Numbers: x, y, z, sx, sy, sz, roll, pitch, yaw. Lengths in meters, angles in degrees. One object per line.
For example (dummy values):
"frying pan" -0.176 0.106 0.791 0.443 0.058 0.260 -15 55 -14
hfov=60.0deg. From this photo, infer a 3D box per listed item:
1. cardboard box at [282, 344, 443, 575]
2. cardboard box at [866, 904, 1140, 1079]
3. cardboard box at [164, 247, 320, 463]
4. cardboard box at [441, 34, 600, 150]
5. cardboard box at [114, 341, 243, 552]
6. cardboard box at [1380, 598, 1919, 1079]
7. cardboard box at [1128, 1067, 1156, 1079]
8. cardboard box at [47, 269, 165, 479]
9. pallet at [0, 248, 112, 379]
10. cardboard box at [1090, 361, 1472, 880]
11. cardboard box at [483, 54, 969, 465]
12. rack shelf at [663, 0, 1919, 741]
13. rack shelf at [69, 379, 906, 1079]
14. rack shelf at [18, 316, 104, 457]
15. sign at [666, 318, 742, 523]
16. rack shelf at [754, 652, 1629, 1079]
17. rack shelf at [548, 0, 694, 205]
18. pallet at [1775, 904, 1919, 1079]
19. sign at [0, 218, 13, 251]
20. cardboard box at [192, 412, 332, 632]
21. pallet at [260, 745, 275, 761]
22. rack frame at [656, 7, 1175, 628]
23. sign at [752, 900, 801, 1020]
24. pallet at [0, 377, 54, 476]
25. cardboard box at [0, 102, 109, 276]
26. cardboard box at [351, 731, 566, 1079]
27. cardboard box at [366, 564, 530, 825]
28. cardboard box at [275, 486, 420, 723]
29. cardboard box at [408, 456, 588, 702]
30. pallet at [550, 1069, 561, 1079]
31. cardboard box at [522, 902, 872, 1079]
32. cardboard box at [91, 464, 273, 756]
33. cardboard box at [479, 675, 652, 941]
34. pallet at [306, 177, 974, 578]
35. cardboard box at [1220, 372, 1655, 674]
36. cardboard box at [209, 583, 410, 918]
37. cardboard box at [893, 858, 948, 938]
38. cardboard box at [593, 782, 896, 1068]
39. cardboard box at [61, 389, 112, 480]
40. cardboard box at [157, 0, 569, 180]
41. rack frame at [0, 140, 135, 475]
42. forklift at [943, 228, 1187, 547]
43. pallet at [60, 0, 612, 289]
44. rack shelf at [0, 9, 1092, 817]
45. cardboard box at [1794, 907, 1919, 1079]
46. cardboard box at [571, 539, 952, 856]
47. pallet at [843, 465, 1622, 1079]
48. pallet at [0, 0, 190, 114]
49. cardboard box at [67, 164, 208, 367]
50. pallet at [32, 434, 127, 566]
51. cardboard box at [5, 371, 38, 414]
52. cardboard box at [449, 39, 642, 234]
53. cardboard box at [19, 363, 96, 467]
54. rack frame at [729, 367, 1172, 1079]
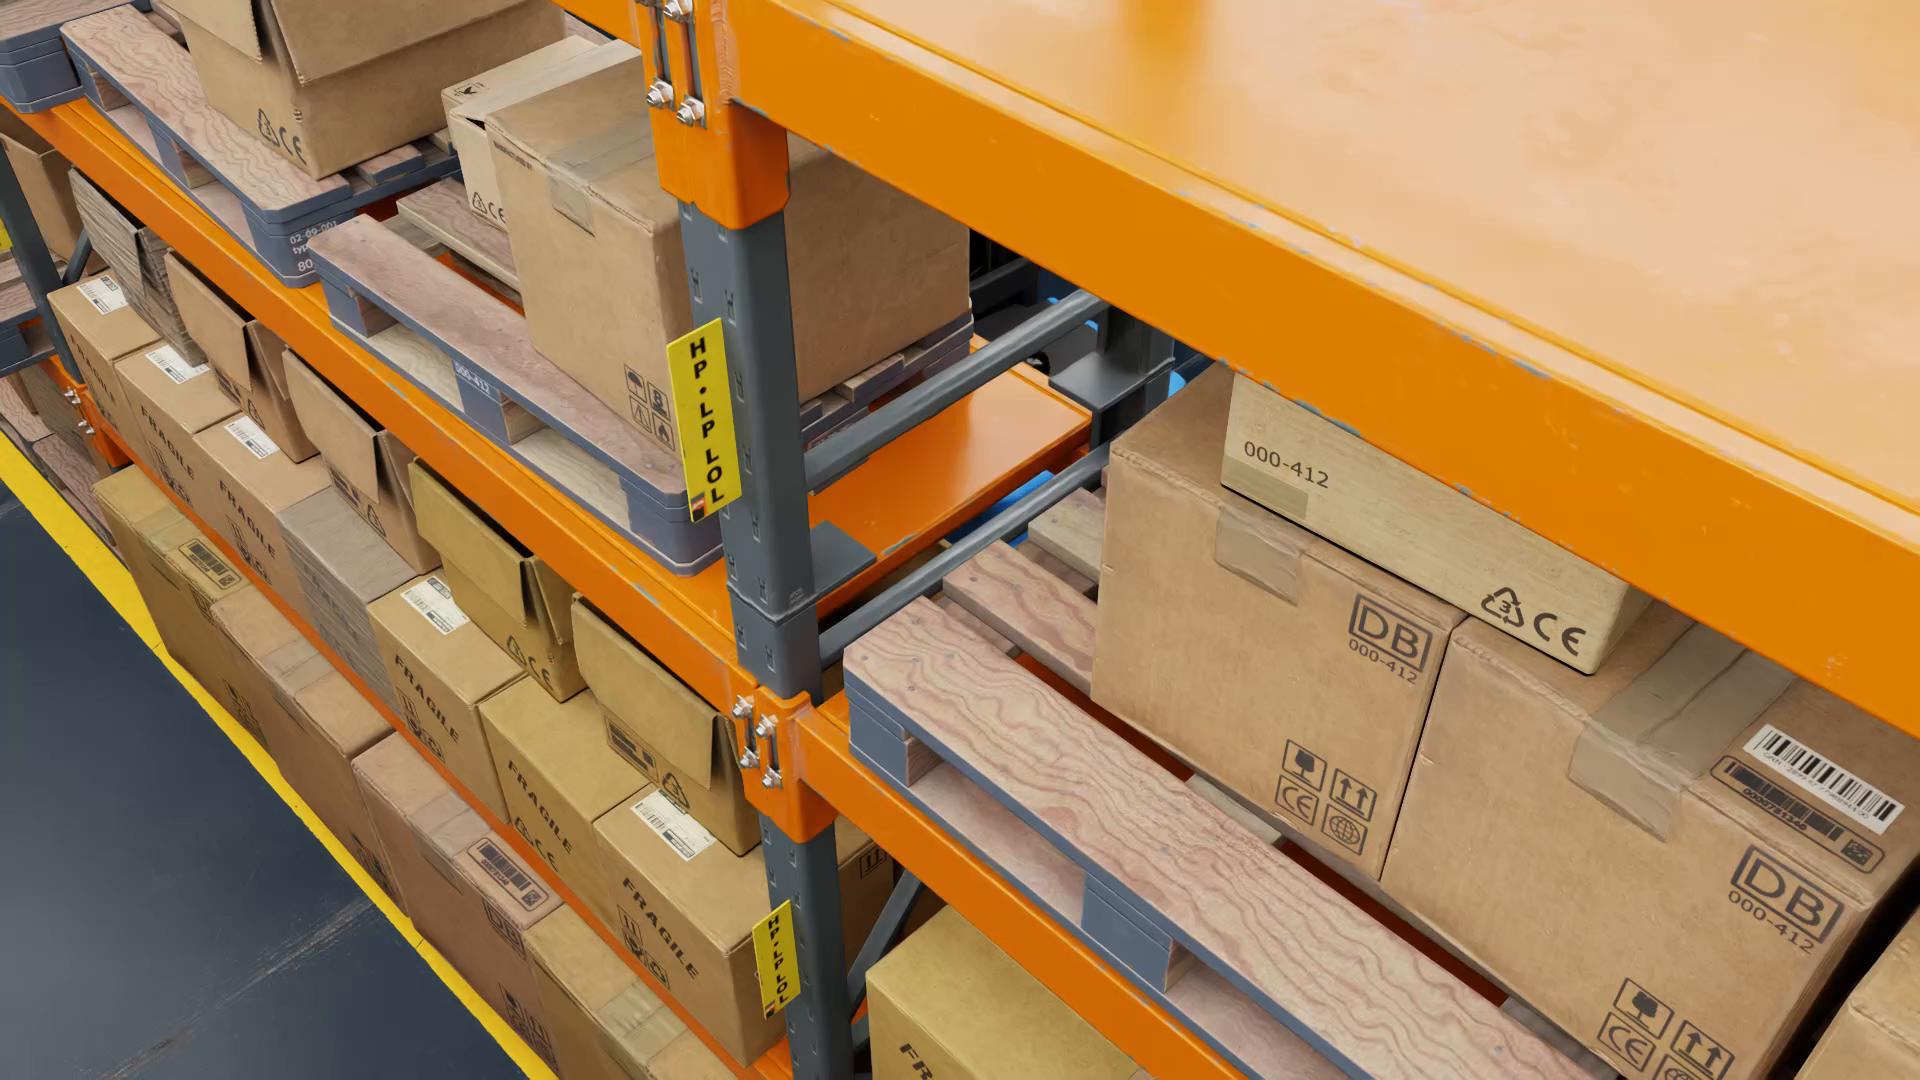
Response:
"cardboard box" -1.370 -0.360 4.617 0.797 0.503 0.637 -32 52 -30
"cardboard box" 0.171 0.997 3.299 0.500 0.500 0.500 -34 53 -31
"cardboard box" -1.848 -0.680 4.962 0.797 0.503 0.637 -33 52 -30
"cardboard box" -0.932 -0.977 3.762 0.250 0.149 0.380 32 52 30
"cardboard box" -2.295 -0.374 5.371 0.500 0.500 0.500 33 52 30
"cardboard box" 0.986 0.253 2.099 0.700 0.500 0.500 -31 51 -29
"cardboard box" 0.513 1.238 3.039 0.500 0.500 0.500 -34 53 -31
"cardboard box" -2.661 -0.621 5.638 0.500 0.500 0.500 -33 52 -30
"pallet" -3.390 -1.169 6.446 1.213 0.211 1.003 -34 53 -31
"cardboard box" 0.609 -0.008 2.381 0.500 0.500 0.700 31 51 29
"cardboard box" -0.403 -0.592 3.088 0.700 0.500 0.500 -33 52 -30
"rack shelf" 1.426 0.143 1.290 1.077 0.370 4.000 -34 53 -31
"rack shelf" -1.399 0.277 5.270 1.077 0.370 4.000 -34 53 -31
"rack shelf" -4.224 -1.645 7.350 1.077 0.370 4.000 -34 53 -31
"sign" -0.364 -0.168 2.399 0.100 0.325 0.005 -34 53 -31
"rack shelf" 1.426 1.098 2.172 1.077 0.370 4.000 -34 53 -31
"rack shelf" -1.399 -1.779 3.370 1.077 0.370 4.000 -34 53 -31
"pallet" 1.441 0.889 1.933 1.003 0.211 1.213 -34 53 -31
"sign" -3.189 -1.079 5.413 0.100 0.325 0.005 -34 53 -31
"cardboard box" -1.930 -0.129 5.106 0.500 0.500 0.500 33 52 31
"pallet" -2.308 0.491 6.563 1.003 0.211 1.213 -34 53 -31
"rack frame" 0.014 -1.229 1.950 1.000 3.000 0.127 -34 53 -31
"sign" -0.364 0.843 3.333 0.100 0.325 0.005 -34 53 -31
"pallet" -4.219 -0.886 8.053 1.003 0.211 1.213 -34 53 -31
"cardboard box" -3.221 -1.379 6.149 0.500 0.500 0.500 28 50 27
"cardboard box" -1.084 0.873 5.351 0.875 0.875 1.225 32 52 30
"cardboard box" -1.228 0.355 4.582 0.500 0.500 0.500 34 52 31
"cardboard box" -1.579 0.112 4.845 0.500 0.500 0.500 -34 52 -31
"cardboard box" -0.920 -0.069 4.302 0.797 0.503 0.637 -33 52 -31
"pallet" -0.585 1.664 5.294 1.003 0.211 1.213 -34 53 -31
"cardboard box" -0.452 1.302 4.887 1.225 0.875 0.875 -34 52 -31
"cardboard box" -2.339 0.020 6.275 0.875 0.875 1.225 32 51 30
"cardboard box" -0.855 0.602 4.314 0.500 0.500 0.500 -32 52 -30
"pallet" -0.669 -0.474 3.484 1.217 0.209 0.805 32 52 30
"cardboard box" 0.673 -0.176 2.010 0.500 0.250 0.500 31 51 29
"cardboard box" -1.714 0.452 5.807 1.225 0.875 0.875 -34 52 -31
"cardboard box" -0.134 0.597 4.321 0.500 0.500 0.500 -34 52 -31
"cardboard box" -0.510 0.844 4.053 0.500 0.500 0.500 -34 52 -31
"cardboard box" -3.298 -0.504 7.103 0.500 0.500 0.700 31 51 29
"cardboard box" -1.353 -1.270 3.819 0.637 0.503 0.797 34 52 31
"rack frame" -2.811 -0.948 6.066 1.000 3.000 0.127 -34 53 -31
"forklift" -0.461 -1.423 6.630 1.130 2.935 3.031 -31 51 -29
"pallet" -1.527 -1.160 4.224 1.003 0.211 1.213 -32 51 -30
"rack shelf" -1.399 -0.824 4.252 1.077 0.370 4.000 -34 53 -31
"cardboard box" 1.254 0.572 1.754 0.700 0.500 0.500 -32 51 -30
"cardboard box" -0.443 0.266 3.939 0.637 0.503 0.797 33 52 30
"pallet" 0.584 0.303 2.567 1.003 0.211 1.213 -34 53 -31
"pallet" -2.319 -1.696 4.804 1.213 0.211 1.003 -32 51 -30
"cardboard box" -2.306 -0.994 5.303 0.797 0.503 0.637 -32 52 -30
"pallet" -3.362 -0.300 7.419 1.003 0.211 1.213 -34 53 -31
"cardboard box" -4.104 -1.033 7.676 0.700 0.500 0.500 -30 50 -28
"cardboard box" -0.697 -0.819 3.473 0.500 0.311 0.500 32 52 30
"cardboard box" -3.699 -0.764 7.385 0.500 0.500 0.700 30 50 28
"rack frame" 0.014 0.974 3.986 1.000 3.000 0.127 -34 53 -31
